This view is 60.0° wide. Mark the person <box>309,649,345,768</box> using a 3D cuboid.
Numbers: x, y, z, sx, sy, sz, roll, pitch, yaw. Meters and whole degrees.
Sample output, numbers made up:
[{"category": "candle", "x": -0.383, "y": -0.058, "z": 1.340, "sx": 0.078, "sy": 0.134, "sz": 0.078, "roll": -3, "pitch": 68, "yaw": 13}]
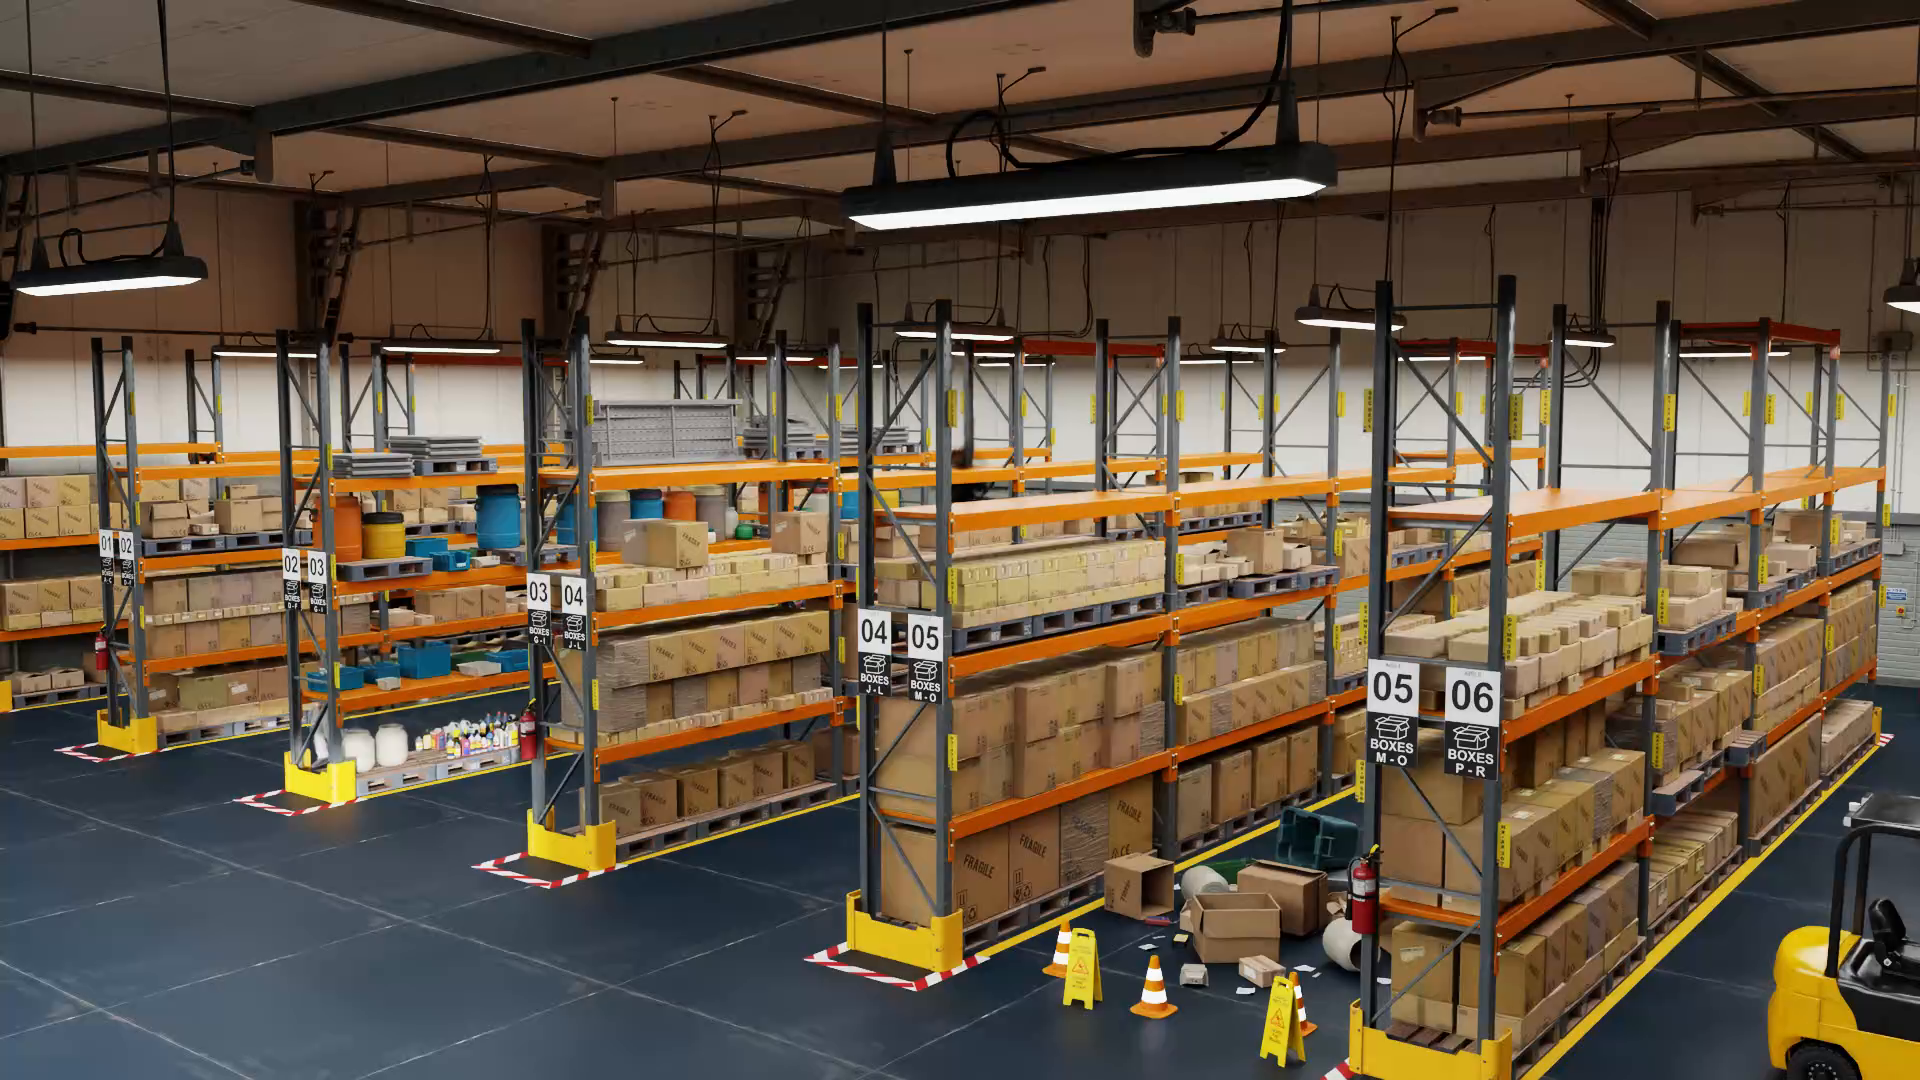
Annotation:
[{"category": "person", "x": -8.773, "y": 2.333, "z": 23.260, "sx": 0.618, "sy": 1.651, "sz": 0.730, "roll": 5, "pitch": 7, "yaw": 43}]

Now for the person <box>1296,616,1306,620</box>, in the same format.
[{"category": "person", "x": 5.331, "y": 2.051, "z": 25.826, "sx": 0.719, "sy": 1.777, "sz": 0.927, "roll": 4, "pitch": 6, "yaw": 39}]
